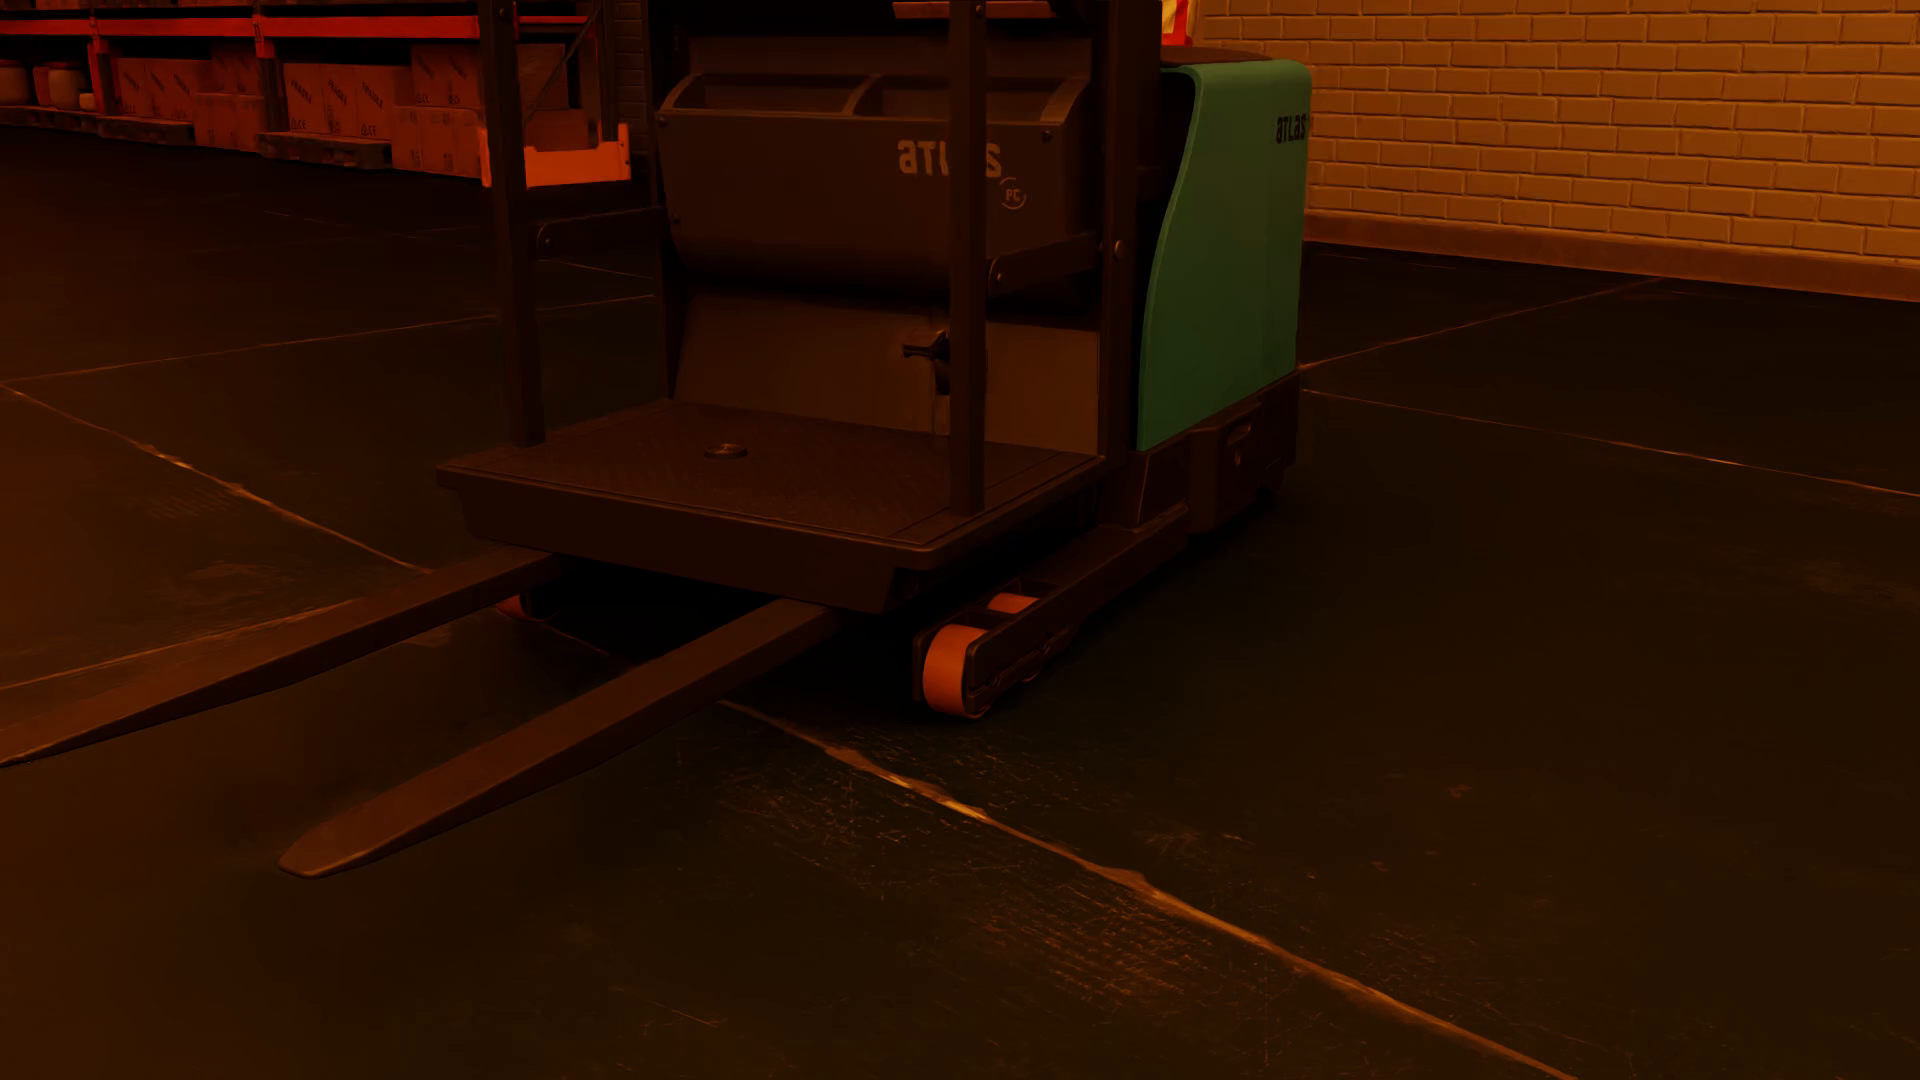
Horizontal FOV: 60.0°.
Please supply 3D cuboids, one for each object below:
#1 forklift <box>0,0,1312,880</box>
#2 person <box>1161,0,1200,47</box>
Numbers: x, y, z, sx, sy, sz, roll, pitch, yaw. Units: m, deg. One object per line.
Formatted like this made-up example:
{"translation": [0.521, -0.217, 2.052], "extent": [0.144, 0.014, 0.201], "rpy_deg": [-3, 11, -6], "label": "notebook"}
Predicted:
{"translation": [-0.290, -1.241, 2.945], "extent": [1.130, 2.935, 3.031], "rpy_deg": [9, 19, 28], "label": "forklift"}
{"translation": [0.889, -1.797, 6.738], "extent": [0.506, 1.761, 0.757], "rpy_deg": [1, 17, 4], "label": "person"}
